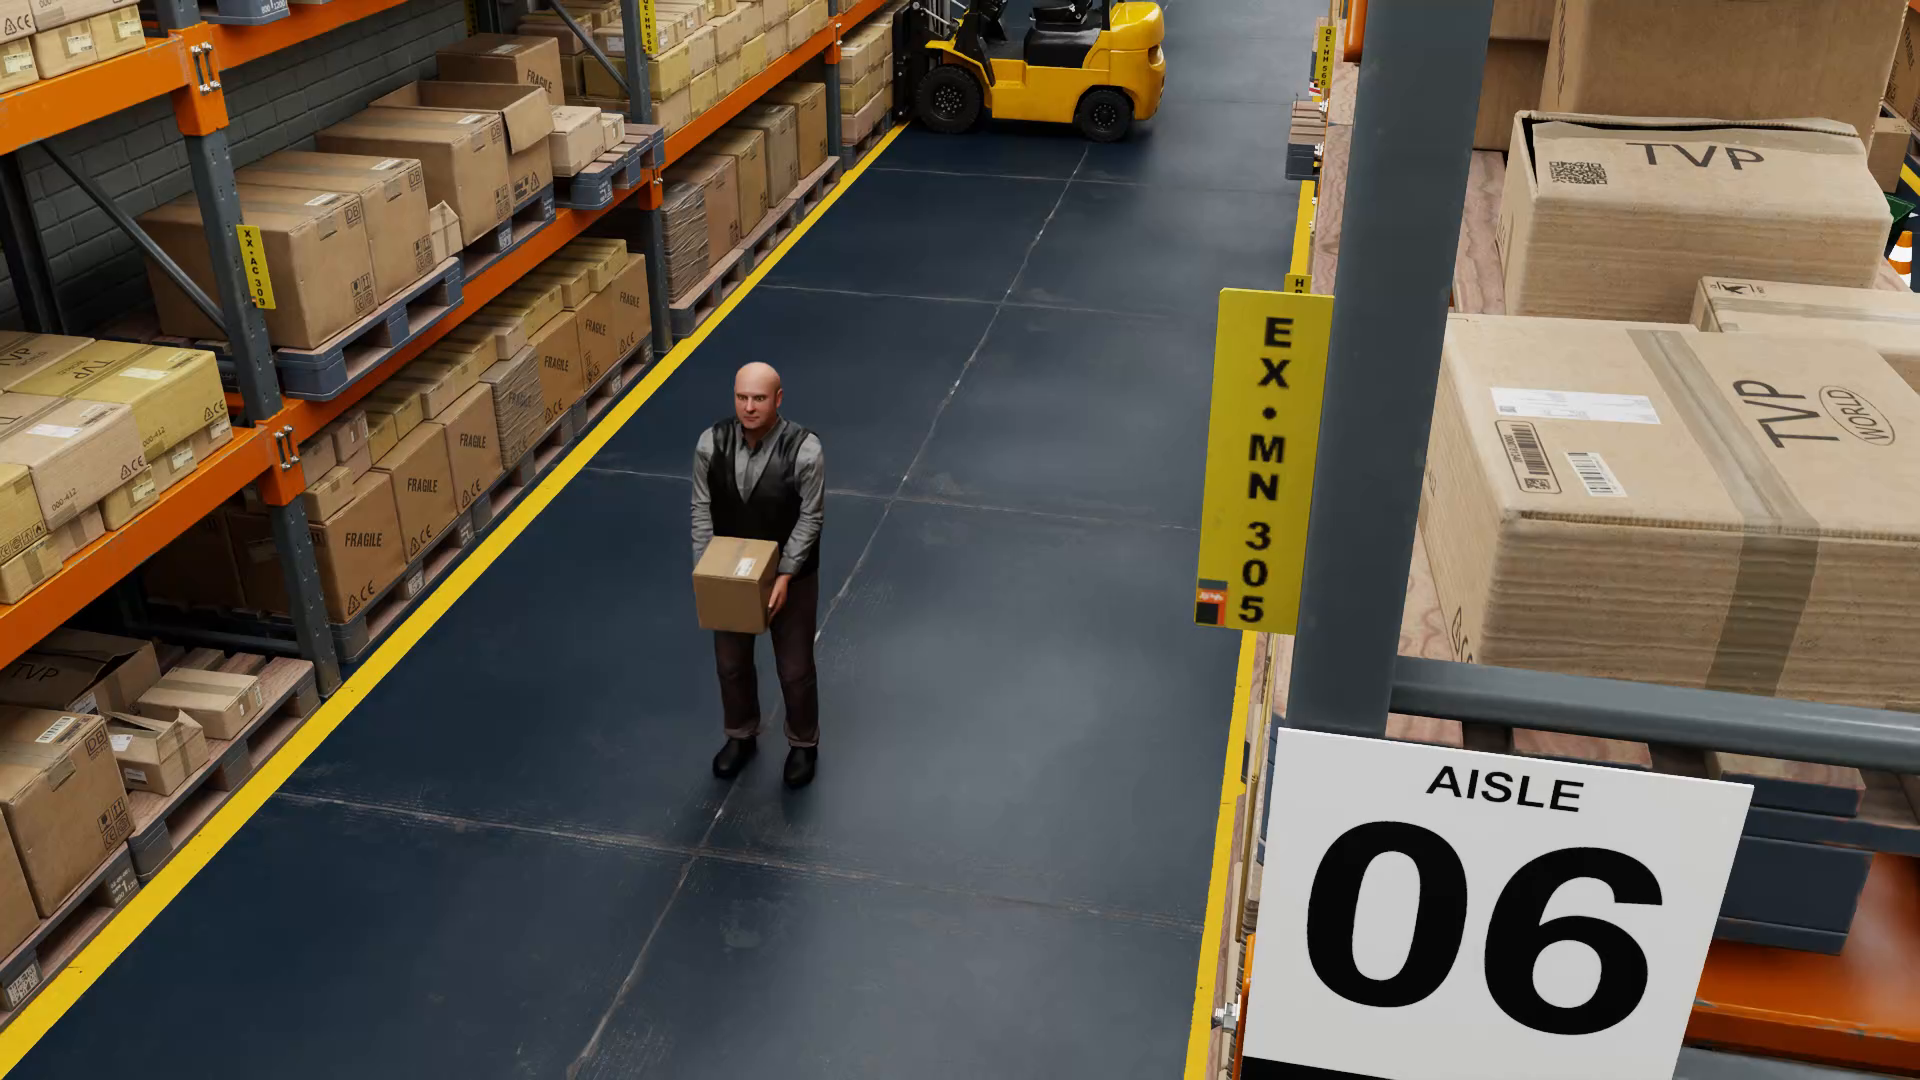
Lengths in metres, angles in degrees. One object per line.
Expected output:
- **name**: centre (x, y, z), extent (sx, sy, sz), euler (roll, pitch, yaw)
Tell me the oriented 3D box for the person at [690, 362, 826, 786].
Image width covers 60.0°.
- **person**: centre (-0.770, 0.174, 6.327), extent (0.521, 1.726, 0.520), euler (6, 29, 10)
